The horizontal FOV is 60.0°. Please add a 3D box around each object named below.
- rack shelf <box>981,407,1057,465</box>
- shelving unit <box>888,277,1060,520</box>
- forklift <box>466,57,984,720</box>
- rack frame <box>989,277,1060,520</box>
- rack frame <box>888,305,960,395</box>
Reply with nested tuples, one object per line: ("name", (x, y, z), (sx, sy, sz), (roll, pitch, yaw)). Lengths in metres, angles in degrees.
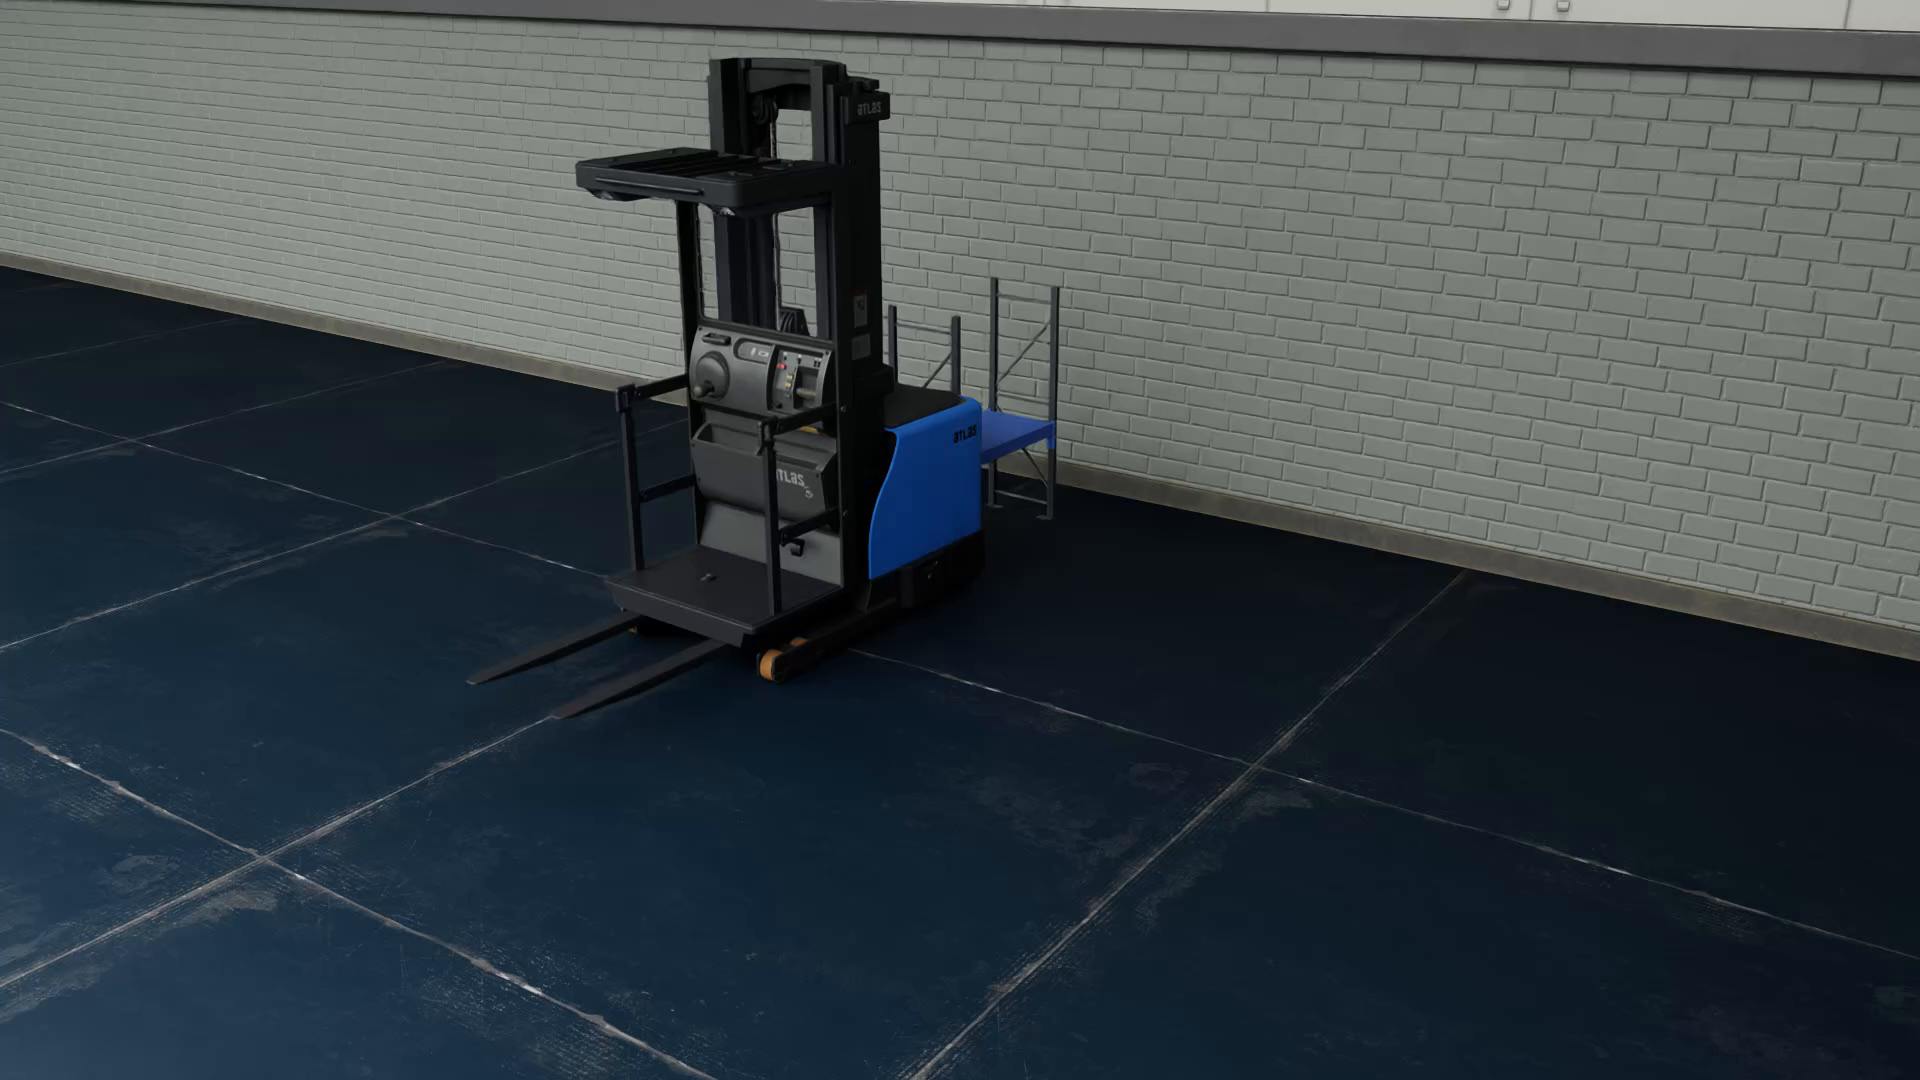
("rack shelf", (0.095, -0.573, 10.170), (0.538, 0.185, 1.000), (14, 25, 34))
("shelving unit", (0.095, -0.742, 10.108), (0.538, 1.500, 1.048), (14, 25, 34))
("forklift", (-1.151, -0.851, 8.342), (1.130, 2.935, 3.031), (15, 25, 34))
("rack frame", (0.397, -0.883, 10.492), (0.500, 1.500, 0.032), (14, 25, 34))
("rack frame", (-0.207, -0.600, 9.725), (0.500, 1.500, 0.032), (14, 25, 34))
